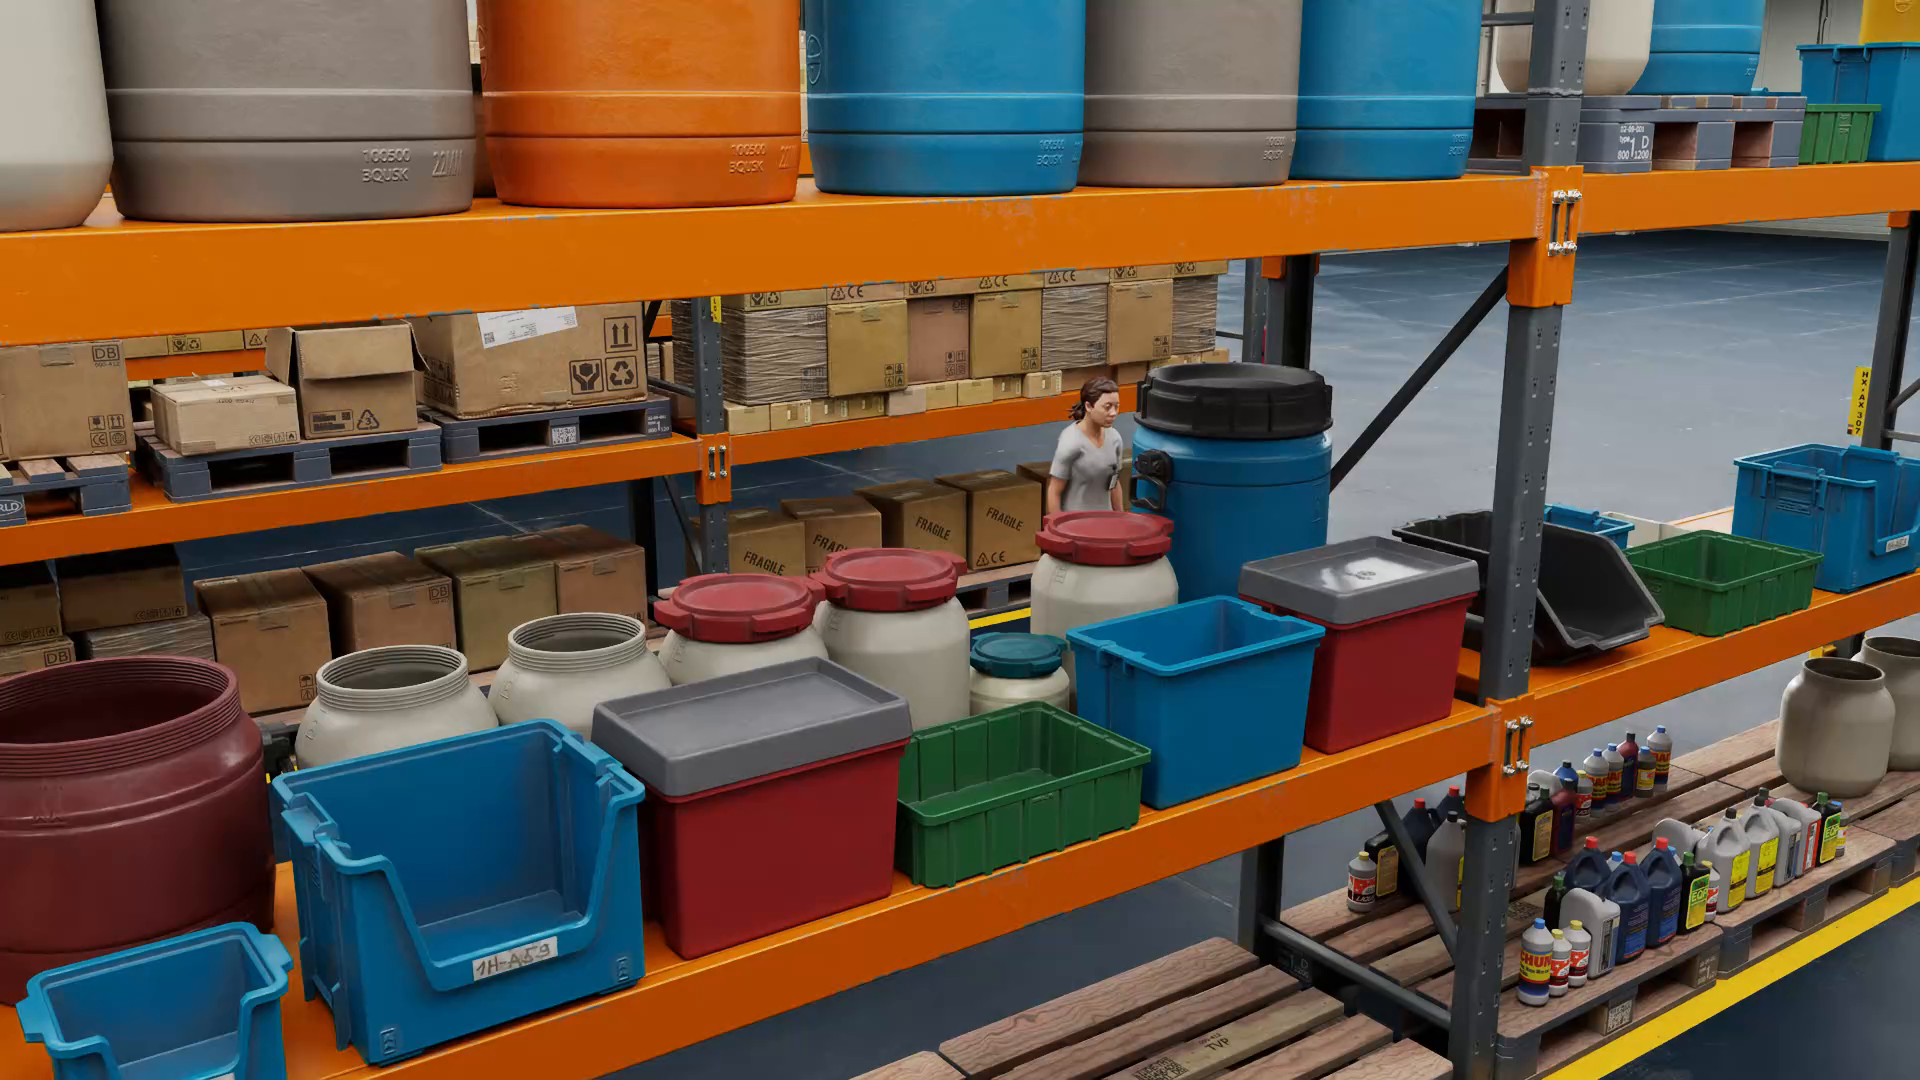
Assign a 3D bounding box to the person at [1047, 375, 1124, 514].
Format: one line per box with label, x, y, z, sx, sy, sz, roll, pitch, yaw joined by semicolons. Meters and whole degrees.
person;0.673;-0.019;8.588;0.499;1.672;0.405;-11;18;-36
